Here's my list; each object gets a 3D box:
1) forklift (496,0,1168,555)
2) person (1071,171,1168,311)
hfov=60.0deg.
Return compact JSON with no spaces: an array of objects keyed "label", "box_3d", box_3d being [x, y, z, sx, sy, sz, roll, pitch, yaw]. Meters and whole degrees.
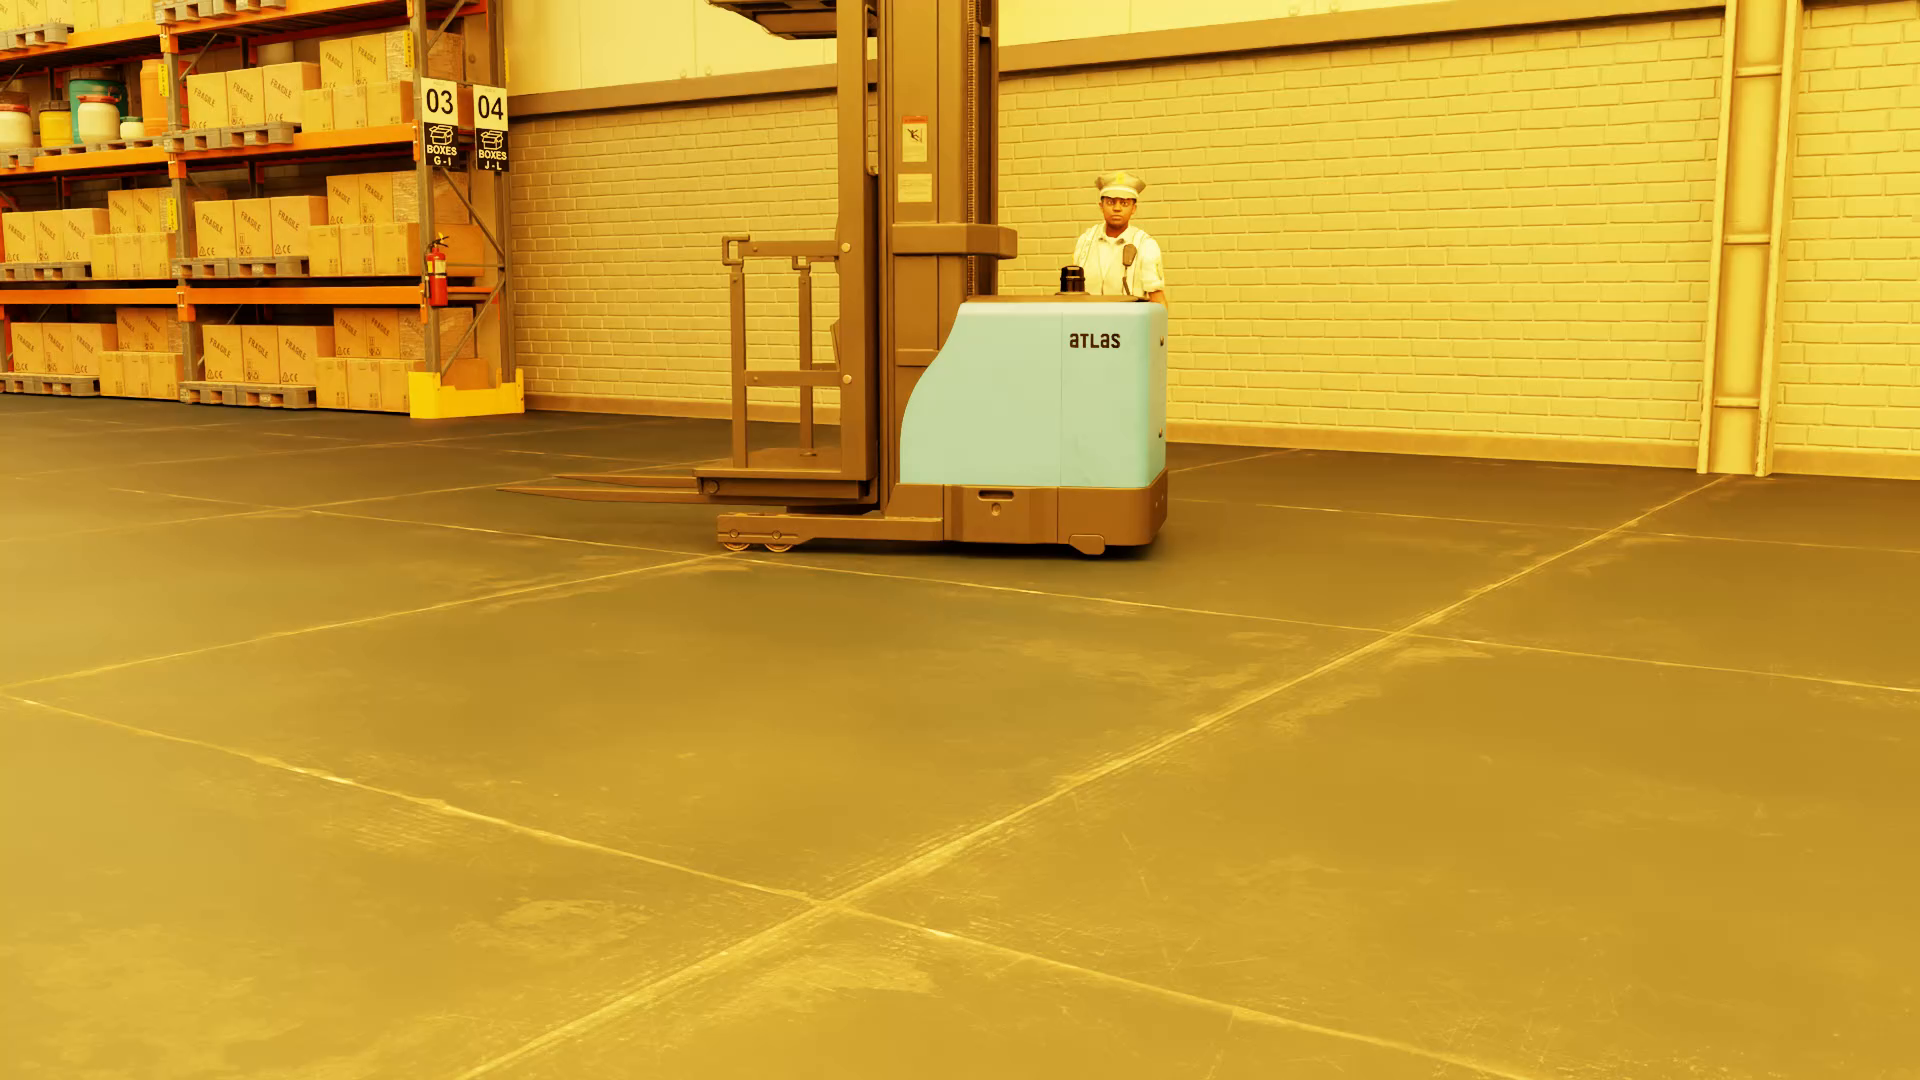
[{"label":"forklift","box_3d":[-0.596,-1.469,7.520,3.031,2.935,1.130,2,8,12]},{"label":"person","box_3d":[0.678,-0.907,7.957,0.572,1.680,0.567,3,9,19]}]
